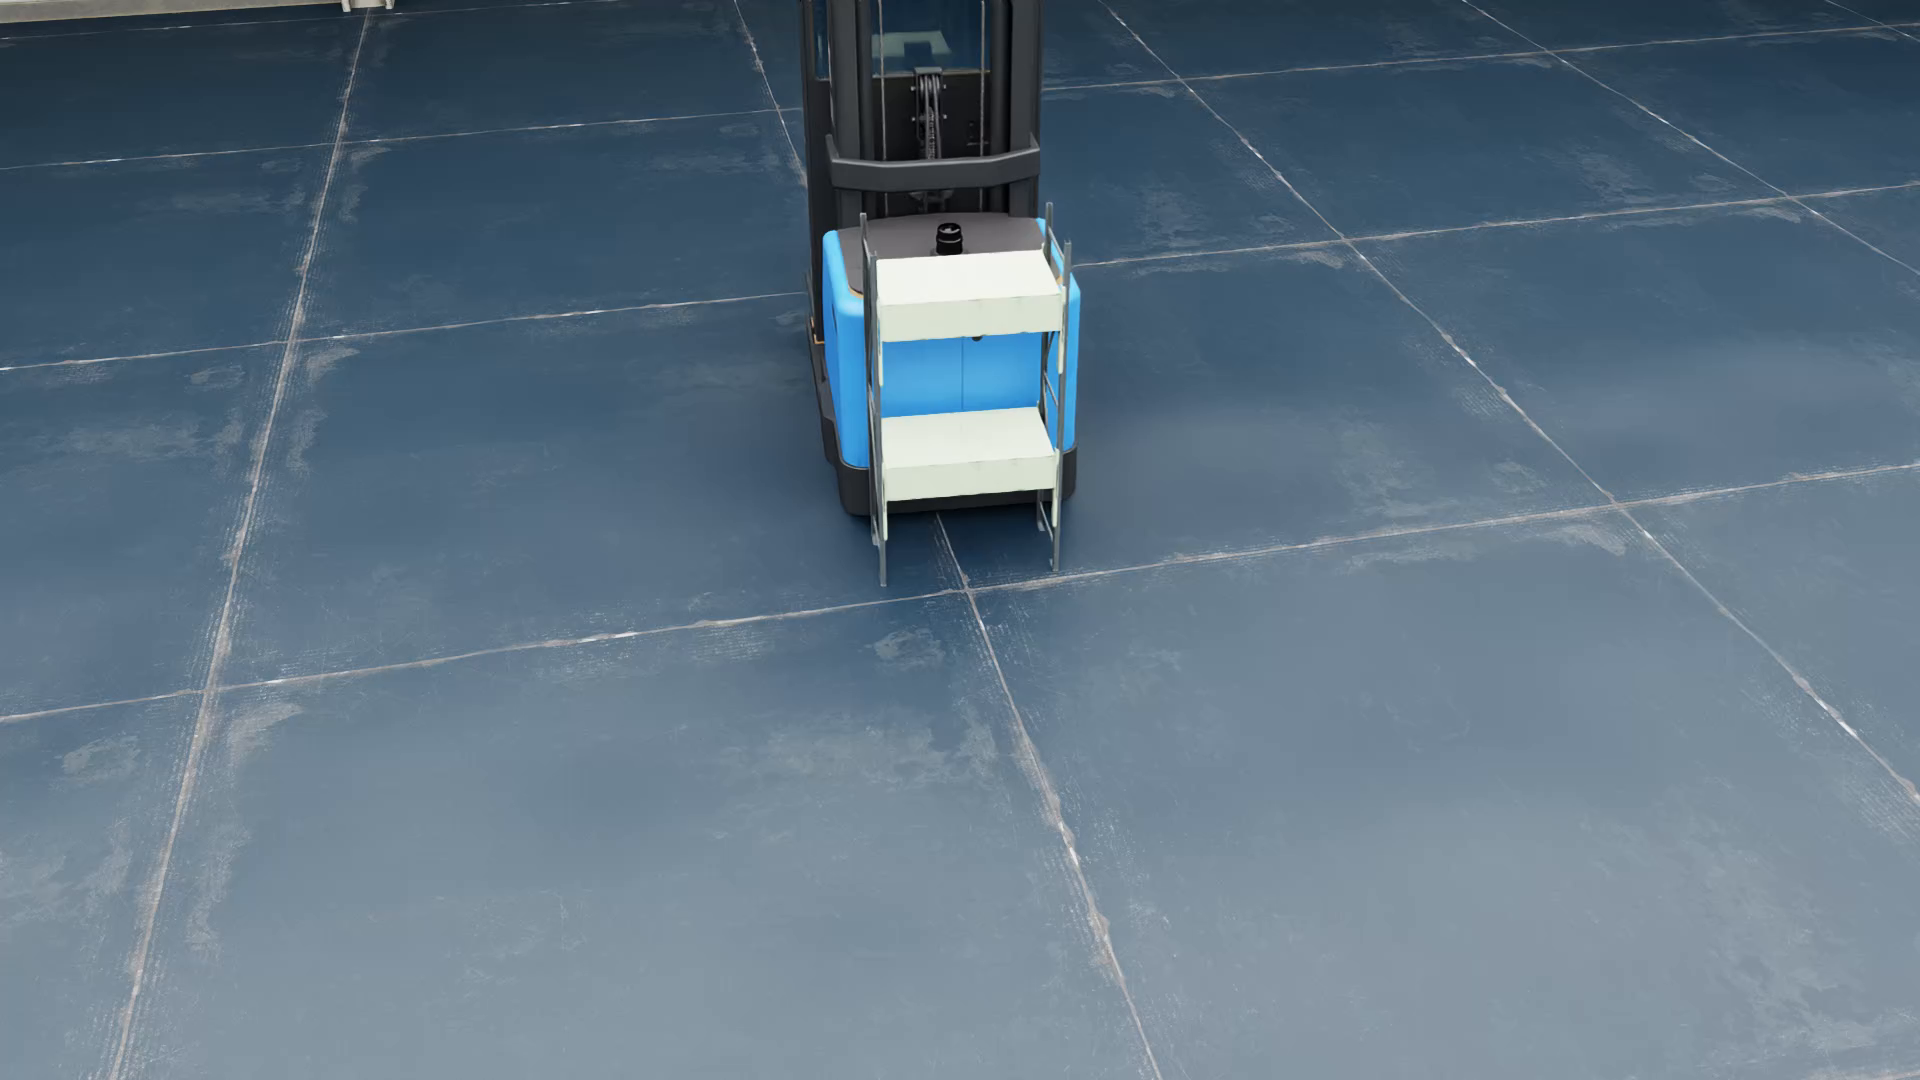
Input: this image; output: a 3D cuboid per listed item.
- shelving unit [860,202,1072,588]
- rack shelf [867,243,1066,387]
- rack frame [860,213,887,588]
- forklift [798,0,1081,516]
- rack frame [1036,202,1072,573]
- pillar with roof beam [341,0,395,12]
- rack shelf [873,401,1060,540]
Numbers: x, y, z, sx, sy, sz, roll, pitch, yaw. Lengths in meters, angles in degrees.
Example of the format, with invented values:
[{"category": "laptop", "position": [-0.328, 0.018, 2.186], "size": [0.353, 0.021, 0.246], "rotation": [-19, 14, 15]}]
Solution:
[{"category": "shelving unit", "position": [0.015, -0.565, 6.745], "size": [0.755, 1.500, 0.431], "rotation": [-5, 34, -7]}, {"category": "rack shelf", "position": [0.015, -0.888, 6.527], "size": [0.720, 0.370, 0.431], "rotation": [-5, 34, -7]}, {"category": "rack frame", "position": [-0.347, -0.534, 6.700], "size": [0.023, 1.500, 0.400], "rotation": [-5, 34, -7]}, {"category": "forklift", "position": [-0.209, -2.132, 7.797], "size": [1.130, 2.935, 3.031], "rotation": [-5, 34, -7]}, {"category": "rack frame", "position": [0.377, -0.595, 6.789], "size": [0.023, 1.500, 0.400], "rotation": [-5, 34, -7]}, {"category": "pillar with roof beam", "position": [-4.000, -5.881, 7.938], "size": [0.400, 9.000, 9.100], "rotation": [-7, 35, -11]}, {"category": "rack shelf", "position": [0.015, -0.294, 6.927], "size": [0.720, 0.370, 0.431], "rotation": [-5, 34, -7]}]
